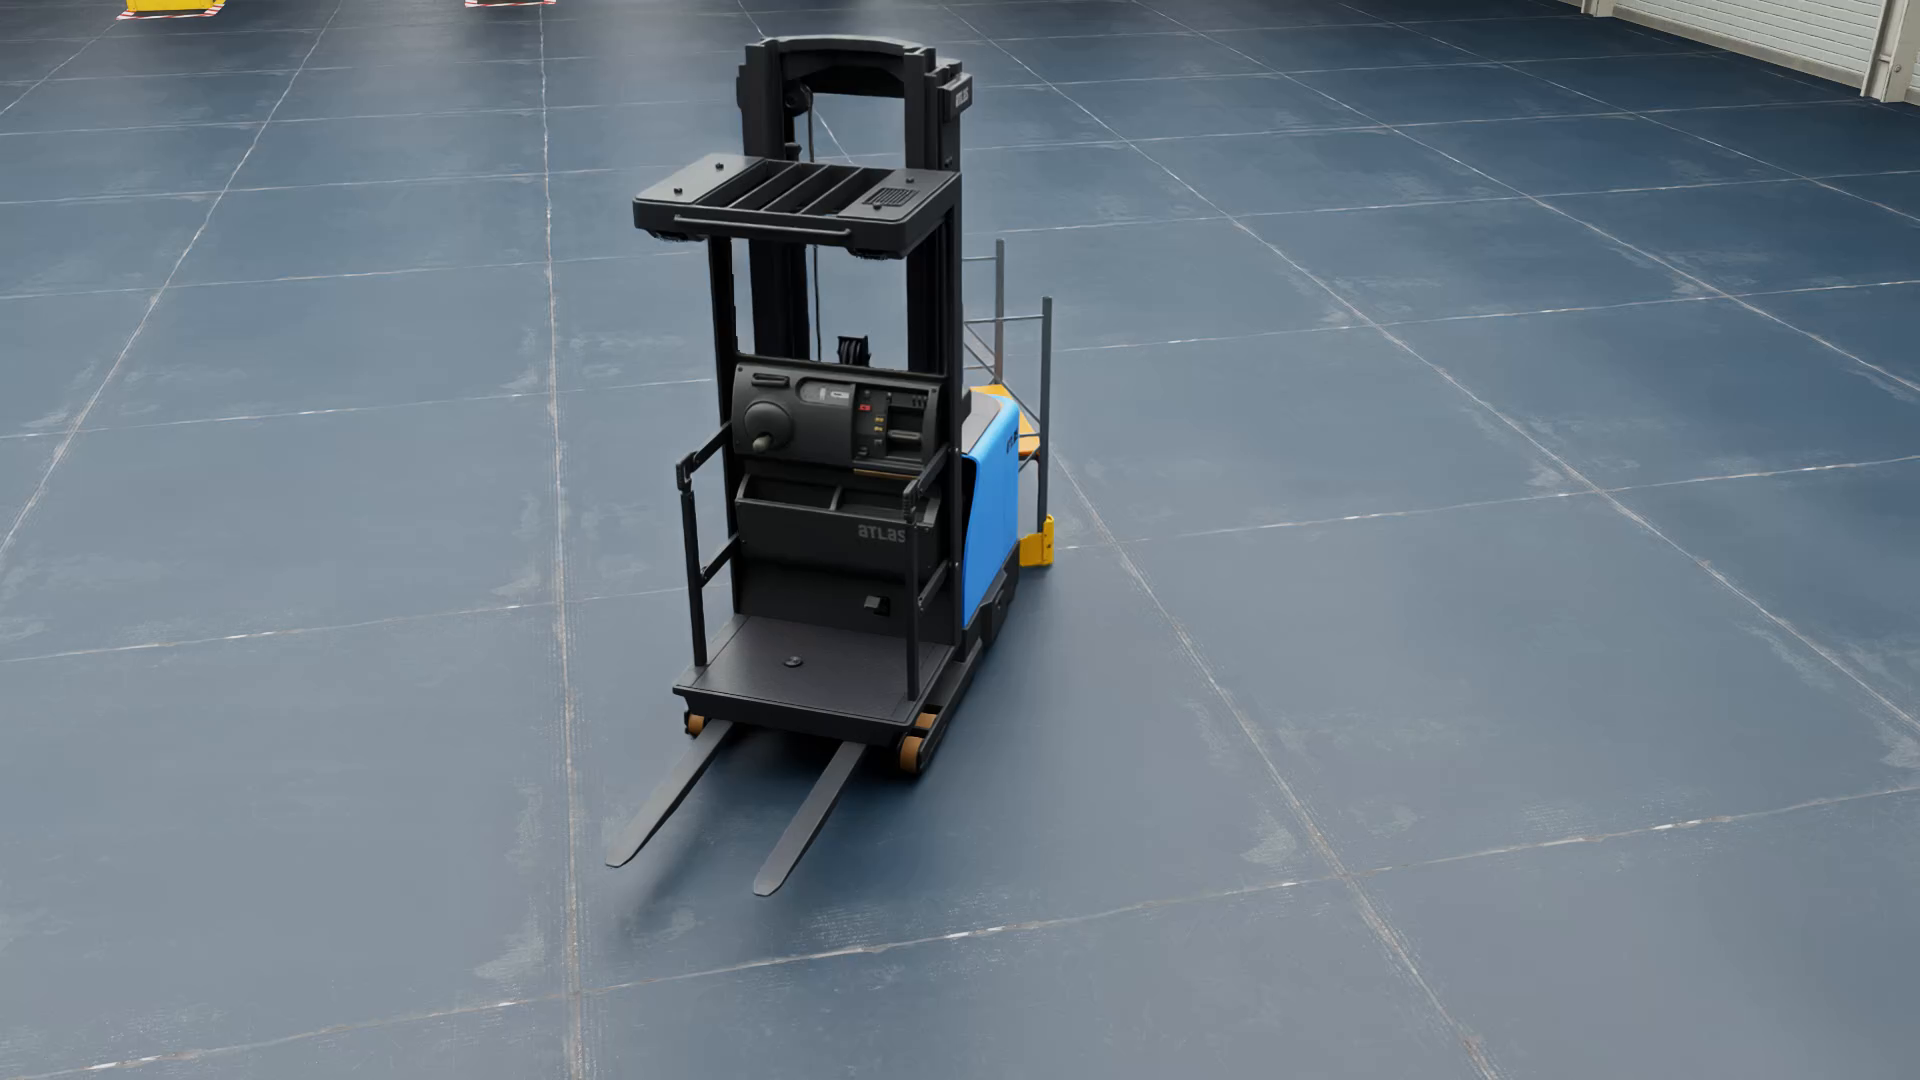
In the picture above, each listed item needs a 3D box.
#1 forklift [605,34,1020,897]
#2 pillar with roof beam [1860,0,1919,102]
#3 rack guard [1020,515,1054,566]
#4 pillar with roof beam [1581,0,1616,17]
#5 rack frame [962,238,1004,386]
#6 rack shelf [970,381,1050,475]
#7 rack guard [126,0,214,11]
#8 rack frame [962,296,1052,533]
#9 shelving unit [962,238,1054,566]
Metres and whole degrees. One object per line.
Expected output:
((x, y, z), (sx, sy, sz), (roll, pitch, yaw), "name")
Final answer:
((-0.599, -0.489, 6.966), (1.130, 2.935, 3.031), (8, 28, 15), "forklift")
((6.640, -8.767, 16.632), (9.100, 9.000, 0.400), (-6, 27, -12), "pillar with roof beam")
((0.212, 0.021, 8.931), (0.587, 0.250, 0.087), (-6, 27, -11), "rack guard")
((5.288, -11.401, 21.851), (9.100, 9.000, 0.400), (-6, 27, -12), "pillar with roof beam")
((-0.001, -0.976, 9.520), (0.500, 1.500, 0.032), (-6, 27, -11), "rack frame")
((0.107, -0.592, 9.157), (0.538, 0.185, 1.000), (-6, 27, -11), "rack shelf")
((-11.970, -8.294, 25.128), (1.175, 0.500, 0.348), (-6, 27, -12), "rack guard")
((0.216, -0.529, 8.633), (0.500, 1.500, 0.032), (-6, 27, -11), "rack frame")
((0.105, -0.756, 9.084), (0.587, 1.500, 1.083), (-6, 27, -11), "shelving unit")
